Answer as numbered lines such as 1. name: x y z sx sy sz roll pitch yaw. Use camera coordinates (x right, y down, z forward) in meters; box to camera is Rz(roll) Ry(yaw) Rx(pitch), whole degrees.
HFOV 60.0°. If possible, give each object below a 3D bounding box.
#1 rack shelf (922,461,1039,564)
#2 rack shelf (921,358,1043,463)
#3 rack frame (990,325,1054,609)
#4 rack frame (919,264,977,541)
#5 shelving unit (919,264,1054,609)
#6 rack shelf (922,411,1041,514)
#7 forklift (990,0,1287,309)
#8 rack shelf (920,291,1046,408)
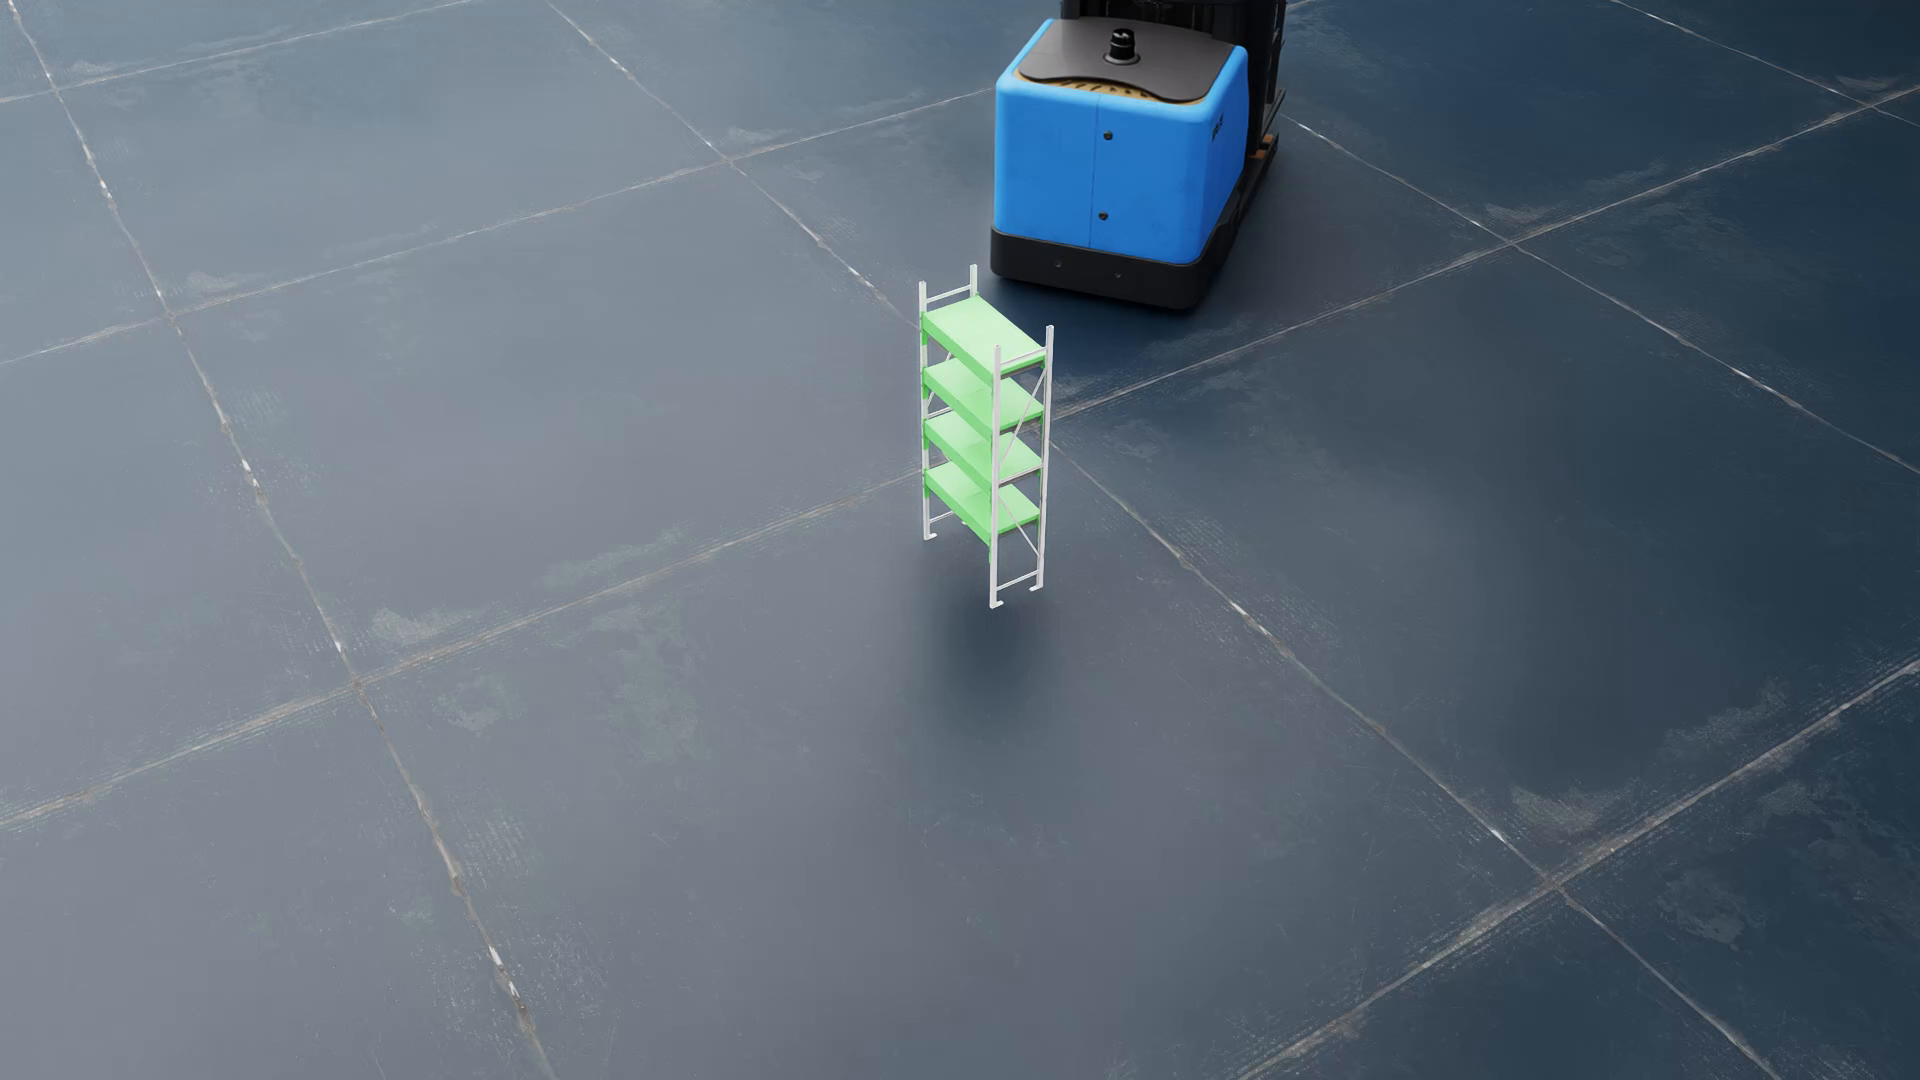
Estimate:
1. rack shelf: 0.089 -0.138 6.453 0.258 0.148 0.480 -22 45 -24
2. rack shelf: 0.089 -0.507 6.146 0.258 0.148 0.480 -22 45 -24
3. rack frame: 0.220 -0.240 6.101 0.240 1.200 0.015 -22 45 -24
4. rack frame: -0.042 -0.503 6.417 0.240 1.200 0.015 -22 45 -24
5. shelving unit: 0.089 -0.372 6.259 0.258 1.200 0.503 -22 45 -24
6. rack shelf: 0.089 -0.323 6.300 0.258 0.148 0.480 -22 45 -24
7. forklift: 1.131 -3.182 8.279 1.130 2.935 3.031 13 42 15
8. rack shelf: 0.089 -0.691 5.992 0.258 0.148 0.480 -22 45 -24
